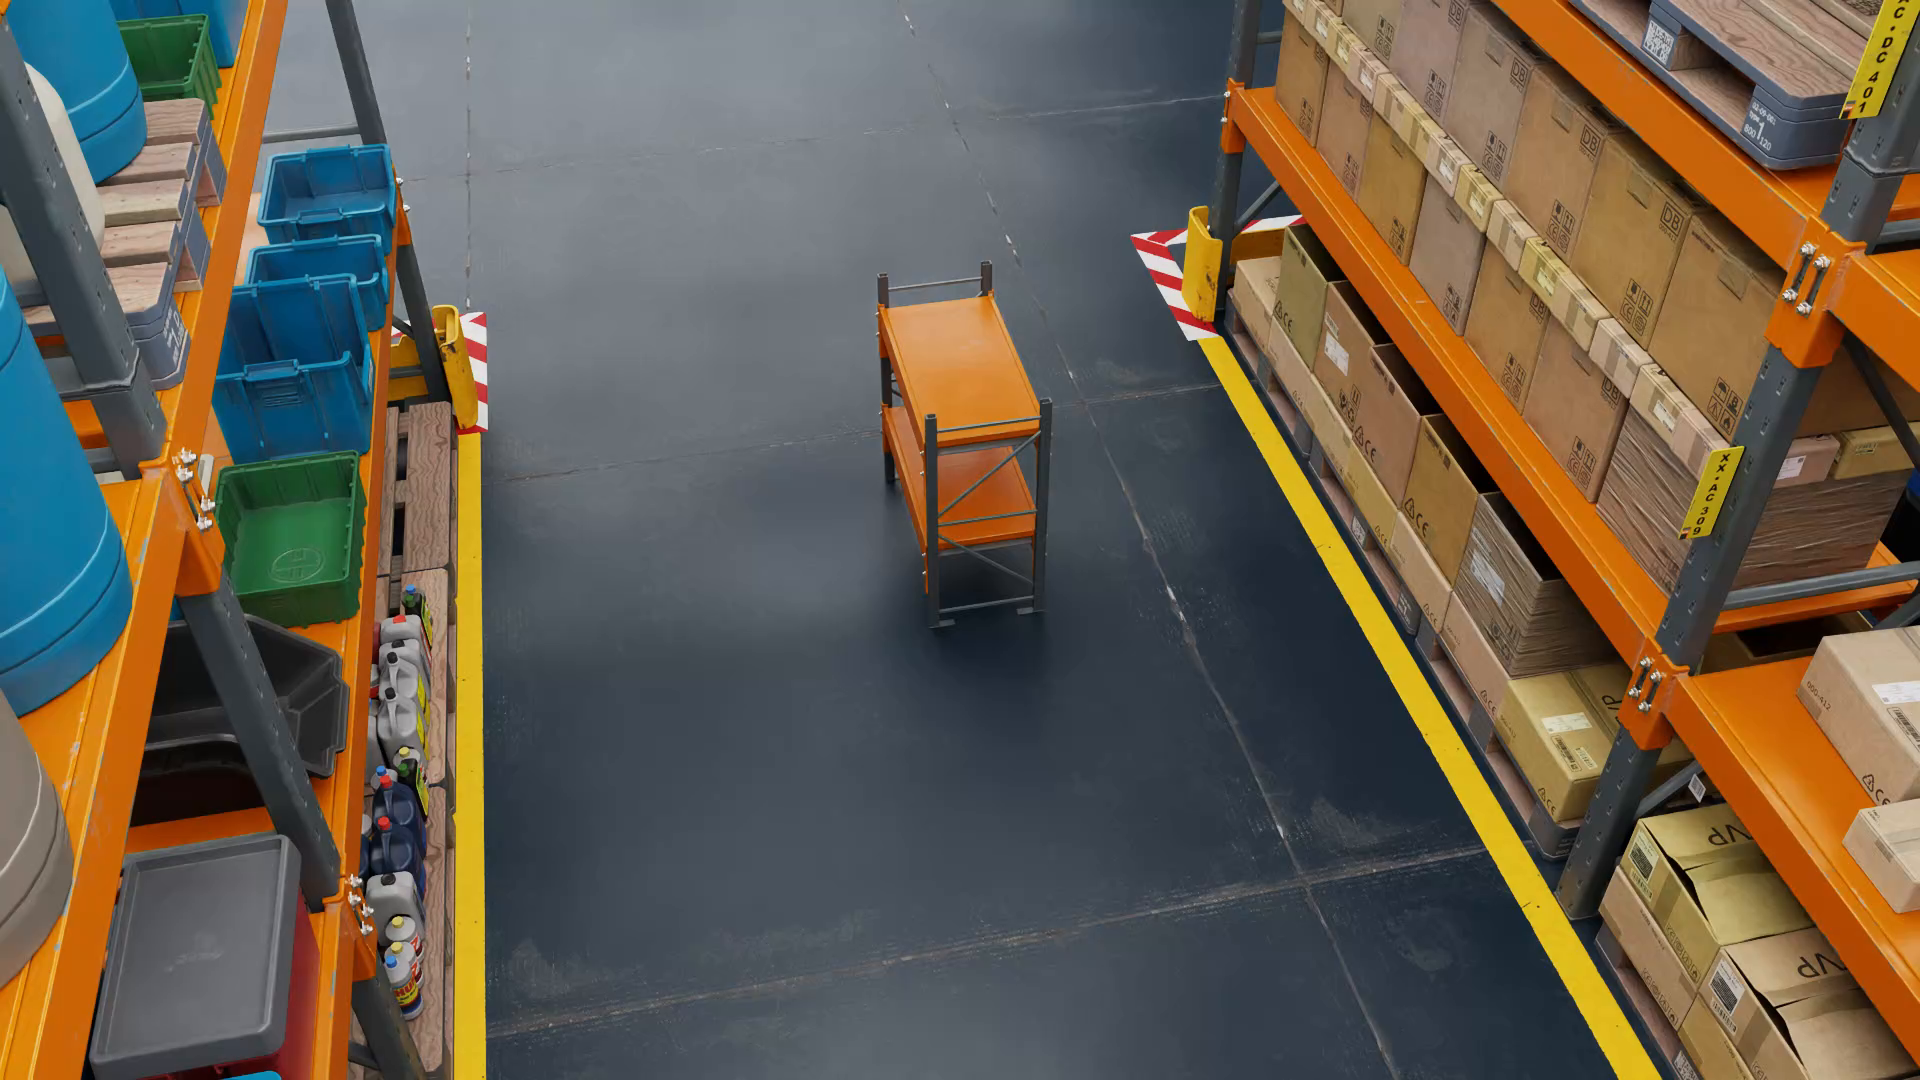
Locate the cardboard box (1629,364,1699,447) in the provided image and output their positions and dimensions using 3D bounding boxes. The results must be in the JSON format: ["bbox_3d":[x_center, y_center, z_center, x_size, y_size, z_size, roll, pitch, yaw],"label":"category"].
[{"bbox_3d":[2.347,-0.444,5.208,0.380,0.149,0.250,-9,42,-10],"label":"cardboard box"}]

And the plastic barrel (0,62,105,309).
[{"bbox_3d":[-2.072,-0.778,3.489,0.421,0.512,0.421,0,42,0],"label":"plastic barrel"}]

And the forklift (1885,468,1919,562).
[{"bbox_3d":[4.924,-0.471,5.854,1.130,2.935,3.031,-9,42,-10],"label":"forklift"}]

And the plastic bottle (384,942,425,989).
[{"bbox_3d":[-1.833,1.397,5.475,0.097,0.201,0.097,0,42,0],"label":"plastic bottle"}]

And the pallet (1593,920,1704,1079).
[{"bbox_3d":[2.864,1.657,5.506,1.003,0.211,1.213,-8,42,-9],"label":"pallet"}]

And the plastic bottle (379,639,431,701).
[{"bbox_3d":[-2.152,0.496,6.434,0.152,0.276,0.135,-9,42,-10],"label":"plastic bottle"}]

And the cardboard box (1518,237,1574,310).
[{"bbox_3d":[2.181,-0.943,5.771,0.380,0.149,0.250,-9,42,-9],"label":"cardboard box"}]

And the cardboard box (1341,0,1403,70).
[{"bbox_3d":[2.022,-2.294,6.804,0.700,0.500,0.500,-9,42,-10],"label":"cardboard box"}]

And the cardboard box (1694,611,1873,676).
[{"bbox_3d":[2.872,0.388,6.025,0.500,0.500,0.500,-8,42,-9],"label":"cardboard box"}]

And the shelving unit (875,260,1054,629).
[{"bbox_3d":[0.001,-0.416,7.153,0.538,1.125,1.048,-8,42,-9],"label":"shelving unit"}]

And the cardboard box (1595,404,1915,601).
[{"bbox_3d":[2.565,-0.182,5.402,0.700,0.500,0.500,-9,42,-10],"label":"cardboard box"}]

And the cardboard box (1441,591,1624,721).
[{"bbox_3d":[2.255,0.419,6.555,0.500,0.250,0.500,-8,42,-9],"label":"cardboard box"}]

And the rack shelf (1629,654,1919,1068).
[{"bbox_3d":[3.098,1.708,3.890,1.077,0.370,4.000,-8,42,-9],"label":"rack shelf"}]

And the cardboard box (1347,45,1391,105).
[{"bbox_3d":[1.842,-1.949,6.904,0.380,0.149,0.250,-9,42,-10],"label":"cardboard box"}]

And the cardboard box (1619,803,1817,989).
[{"bbox_3d":[2.513,1.108,5.357,0.500,0.311,0.500,-8,42,-9],"label":"cardboard box"}]

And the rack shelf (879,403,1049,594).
[{"bbox_3d":[0.001,-0.233,7.316,0.538,0.278,1.000,-8,42,-9],"label":"rack shelf"}]

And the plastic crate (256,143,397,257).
[{"bbox_3d":[-2.634,-1.406,6.968,0.499,0.251,0.616,-8,42,-9],"label":"plastic crate"}]

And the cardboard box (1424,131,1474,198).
[{"bbox_3d":[2.009,-1.449,6.340,0.380,0.149,0.250,-8,42,-9],"label":"cardboard box"}]

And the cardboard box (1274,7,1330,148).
[{"bbox_3d":[1.892,-2.183,7.657,0.700,0.500,0.500,-8,42,-9],"label":"cardboard box"}]

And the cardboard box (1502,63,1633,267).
[{"bbox_3d":[2.347,-1.319,5.706,0.700,0.500,0.500,-8,42,-9],"label":"cardboard box"}]

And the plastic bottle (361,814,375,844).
[{"bbox_3d":[-2.089,1.046,5.817,0.097,0.271,0.097,0,42,0],"label":"plastic bottle"}]

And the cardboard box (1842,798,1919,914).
[{"bbox_3d":[2.658,0.840,4.515,0.380,0.149,0.250,-8,42,-9],"label":"cardboard box"}]

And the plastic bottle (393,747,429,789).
[{"bbox_3d":[-2.019,0.840,6.103,0.097,0.201,0.097,0,42,0],"label":"plastic bottle"}]

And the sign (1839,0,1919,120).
[{"bbox_3d":[2.125,-1.122,3.827,0.100,0.325,0.005,-8,42,-9],"label":"sign"}]

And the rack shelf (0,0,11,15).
[{"bbox_3d":[-2.602,-2.272,4.155,1.077,0.370,4.000,-8,42,-9],"label":"rack shelf"}]

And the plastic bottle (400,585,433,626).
[{"bbox_3d":[-2.210,0.267,6.748,0.097,0.201,0.097,0,42,0],"label":"plastic bottle"}]

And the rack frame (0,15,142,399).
[{"bbox_3d":[-2.171,-1.394,2.323,1.000,3.000,0.127,-8,42,-9],"label":"rack frame"}]

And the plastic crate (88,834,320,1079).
[{"bbox_3d":[-1.767,1.096,3.990,0.402,0.464,0.583,-8,42,-9],"label":"plastic crate"}]

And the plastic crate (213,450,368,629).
[{"bbox_3d":[-2.188,0.009,5.422,0.450,0.188,0.662,-8,42,-9],"label":"plastic crate"}]

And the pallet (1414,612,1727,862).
[{"bbox_3d":[2.536,0.664,6.625,1.003,0.211,1.213,-8,42,-9],"label":"pallet"}]

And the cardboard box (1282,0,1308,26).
[{"bbox_3d":[1.678,-2.445,7.463,0.380,0.149,0.250,-9,42,-10],"label":"cardboard box"}]

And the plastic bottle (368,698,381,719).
[{"bbox_3d":[-2.221,0.676,6.287,0.097,0.201,0.097,0,42,0],"label":"plastic bottle"}]

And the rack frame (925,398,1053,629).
[{"bbox_3d":[0.111,-0.087,6.782,0.500,1.125,0.032,-8,42,-9],"label":"rack frame"}]

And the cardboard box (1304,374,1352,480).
[{"bbox_3d":[1.921,-0.552,7.649,0.500,0.250,0.500,-8,42,-9],"label":"cardboard box"}]

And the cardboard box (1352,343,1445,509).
[{"bbox_3d":[2.023,-0.507,7.034,0.500,0.500,0.500,-8,42,-9],"label":"cardboard box"}]

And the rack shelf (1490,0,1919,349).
[{"bbox_3d":[2.235,-2.007,5.815,1.077,0.370,4.000,-8,42,-9],"label":"rack shelf"}]

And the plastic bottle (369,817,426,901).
[{"bbox_3d":[-1.940,1.093,5.705,0.144,0.351,0.185,-7,42,-8],"label":"plastic bottle"}]

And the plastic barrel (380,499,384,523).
[{"bbox_3d":[-2.709,-0.229,7.088,0.421,0.512,0.421,0,42,0],"label":"plastic barrel"}]

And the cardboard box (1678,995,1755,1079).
[{"bbox_3d":[2.621,1.642,5.177,0.500,0.250,0.500,-7,42,-8],"label":"cardboard box"}]

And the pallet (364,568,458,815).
[{"bbox_3d":[-2.542,0.659,6.630,1.003,0.211,1.213,-8,42,-9],"label":"pallet"}]

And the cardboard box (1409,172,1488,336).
[{"bbox_3d":[2.228,-1.180,6.527,0.700,0.500,0.500,-7,42,-8],"label":"cardboard box"}]

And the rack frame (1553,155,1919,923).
[{"bbox_3d":[2.667,0.142,5.112,1.000,3.000,0.127,-8,42,-9],"label":"rack frame"}]
